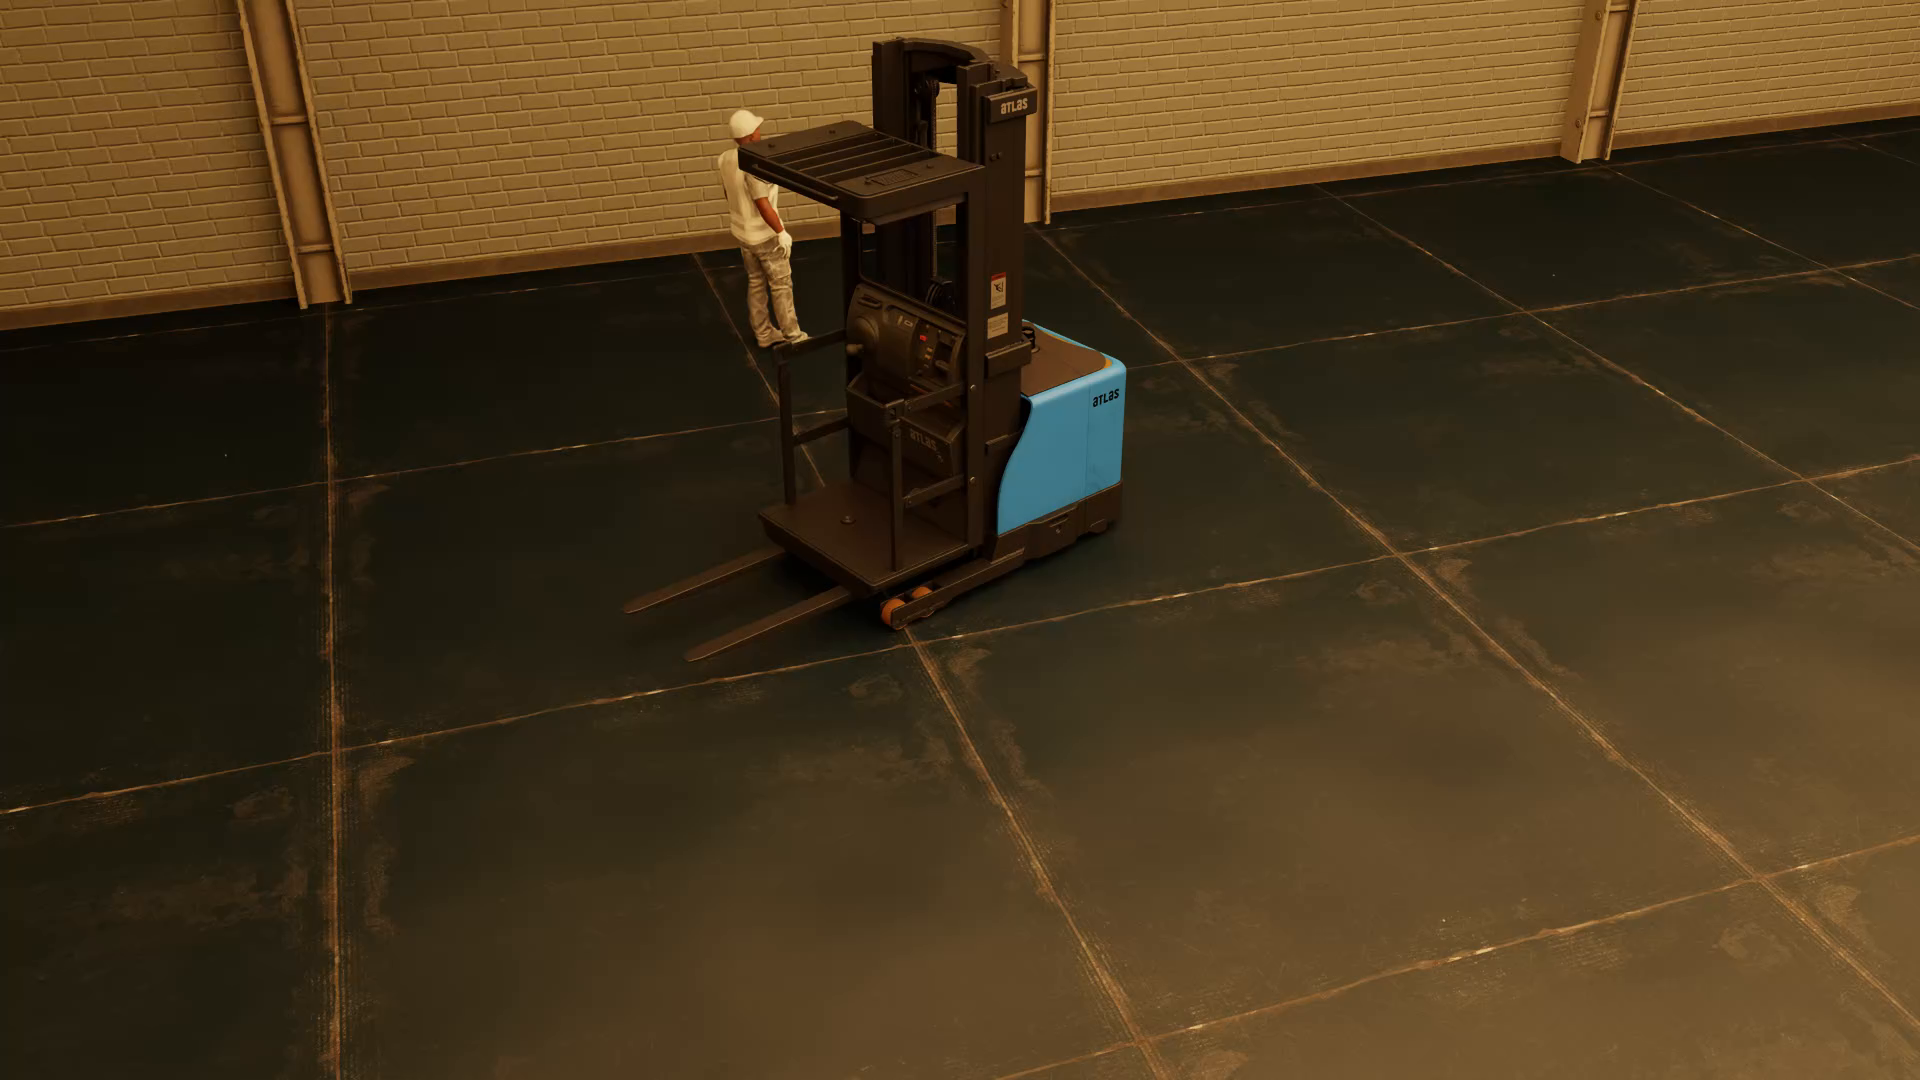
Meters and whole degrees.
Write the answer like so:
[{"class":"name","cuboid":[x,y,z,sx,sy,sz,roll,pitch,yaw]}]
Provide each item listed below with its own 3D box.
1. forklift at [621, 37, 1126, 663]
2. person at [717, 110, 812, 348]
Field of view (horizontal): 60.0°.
[{"class":"forklift","cuboid":[-0.461,-1.072,8.951,3.031,2.935,1.130,-23,37,-34]},{"class":"person","cuboid":[-1.400,-2.266,12.164,0.578,1.783,0.659,-20,35,-31]}]
